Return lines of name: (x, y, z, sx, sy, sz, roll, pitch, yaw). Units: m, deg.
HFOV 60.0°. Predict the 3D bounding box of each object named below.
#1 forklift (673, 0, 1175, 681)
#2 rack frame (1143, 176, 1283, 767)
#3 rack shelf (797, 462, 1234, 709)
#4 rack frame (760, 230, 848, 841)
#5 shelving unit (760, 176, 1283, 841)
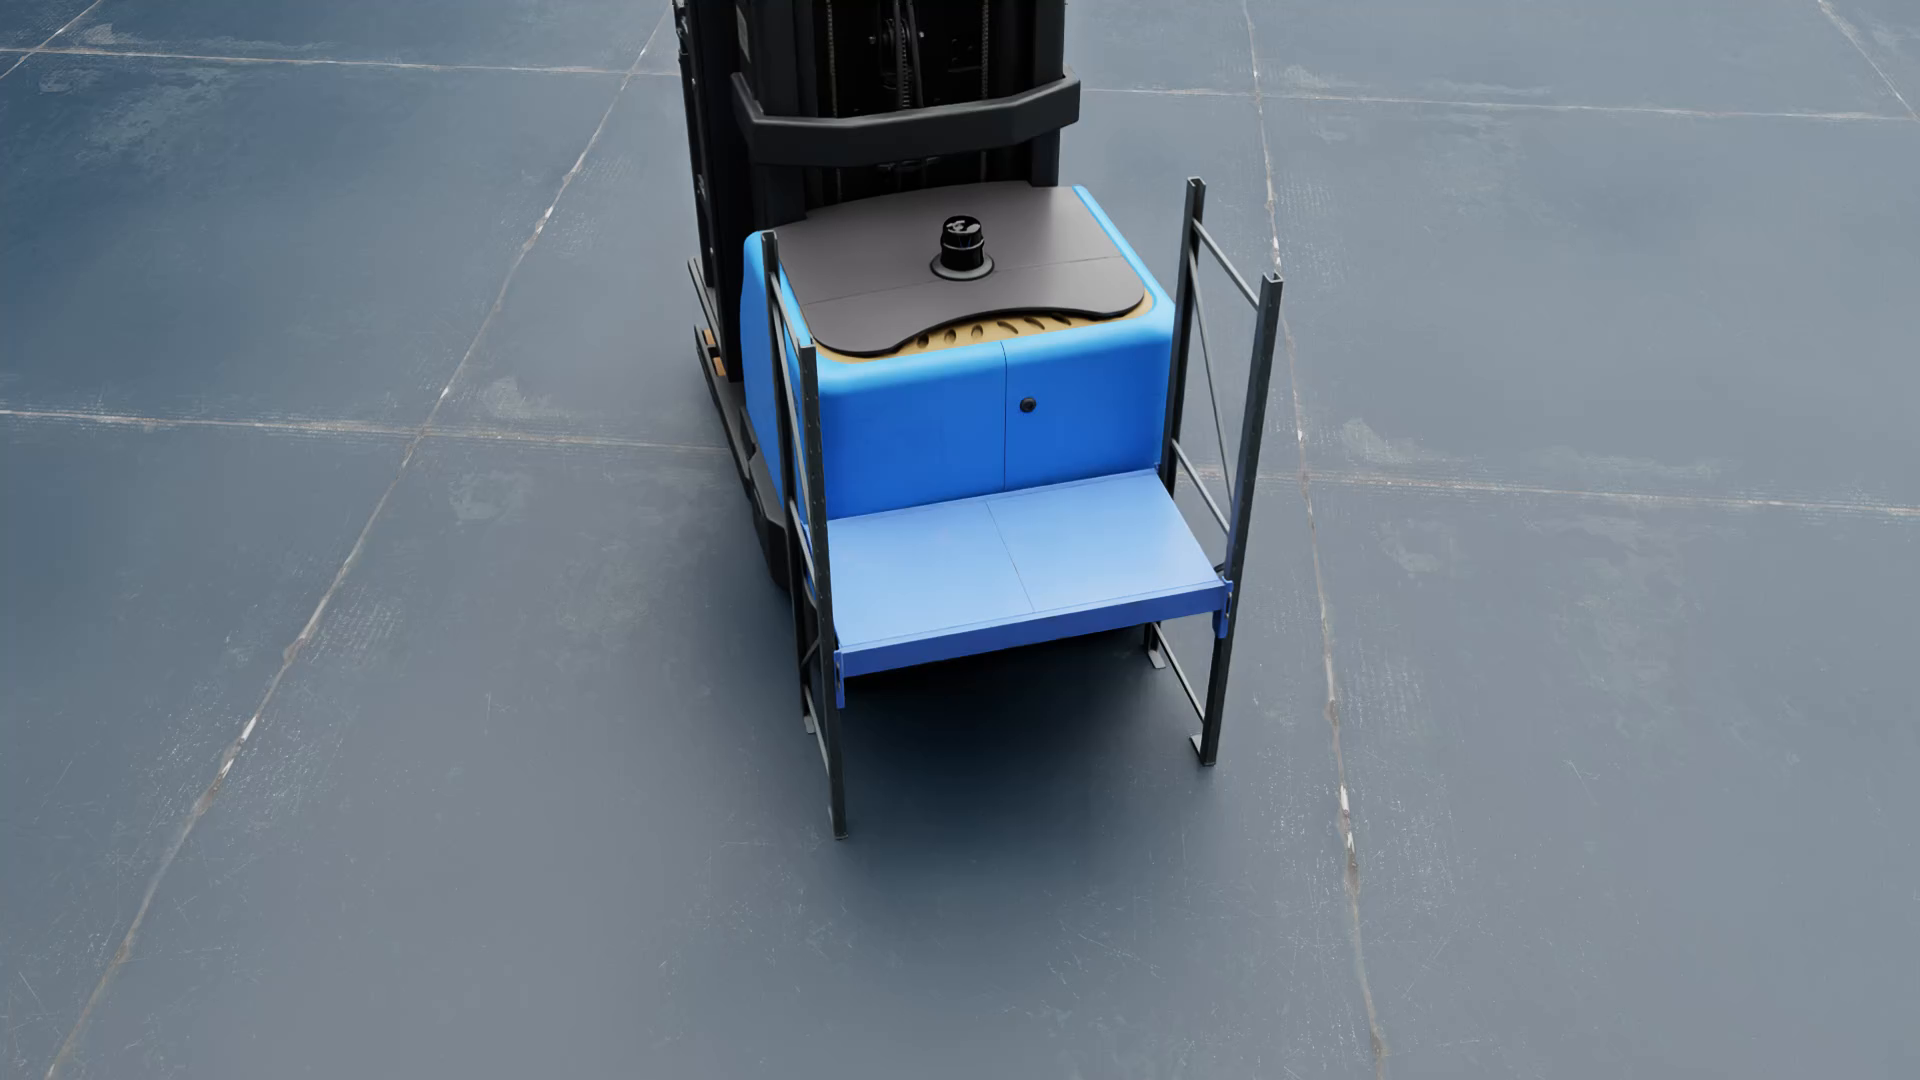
forklift: (-0.316, -1.679, 4.991, 1.130, 2.935, 3.031, -11, 40, -13)
rack frame: (0.614, -0.123, 4.213, 0.032, 1.500, 0.500, -9, 40, -11)
rack shelf: (0.123, 0.098, 4.226, 1.000, 0.185, 0.538, -9, 40, -11)
rack frame: (-0.369, 0.040, 4.012, 0.032, 1.500, 0.500, -9, 40, -11)
shelving unit: (0.123, -0.041, 4.113, 1.048, 1.500, 0.538, -9, 40, -11)
